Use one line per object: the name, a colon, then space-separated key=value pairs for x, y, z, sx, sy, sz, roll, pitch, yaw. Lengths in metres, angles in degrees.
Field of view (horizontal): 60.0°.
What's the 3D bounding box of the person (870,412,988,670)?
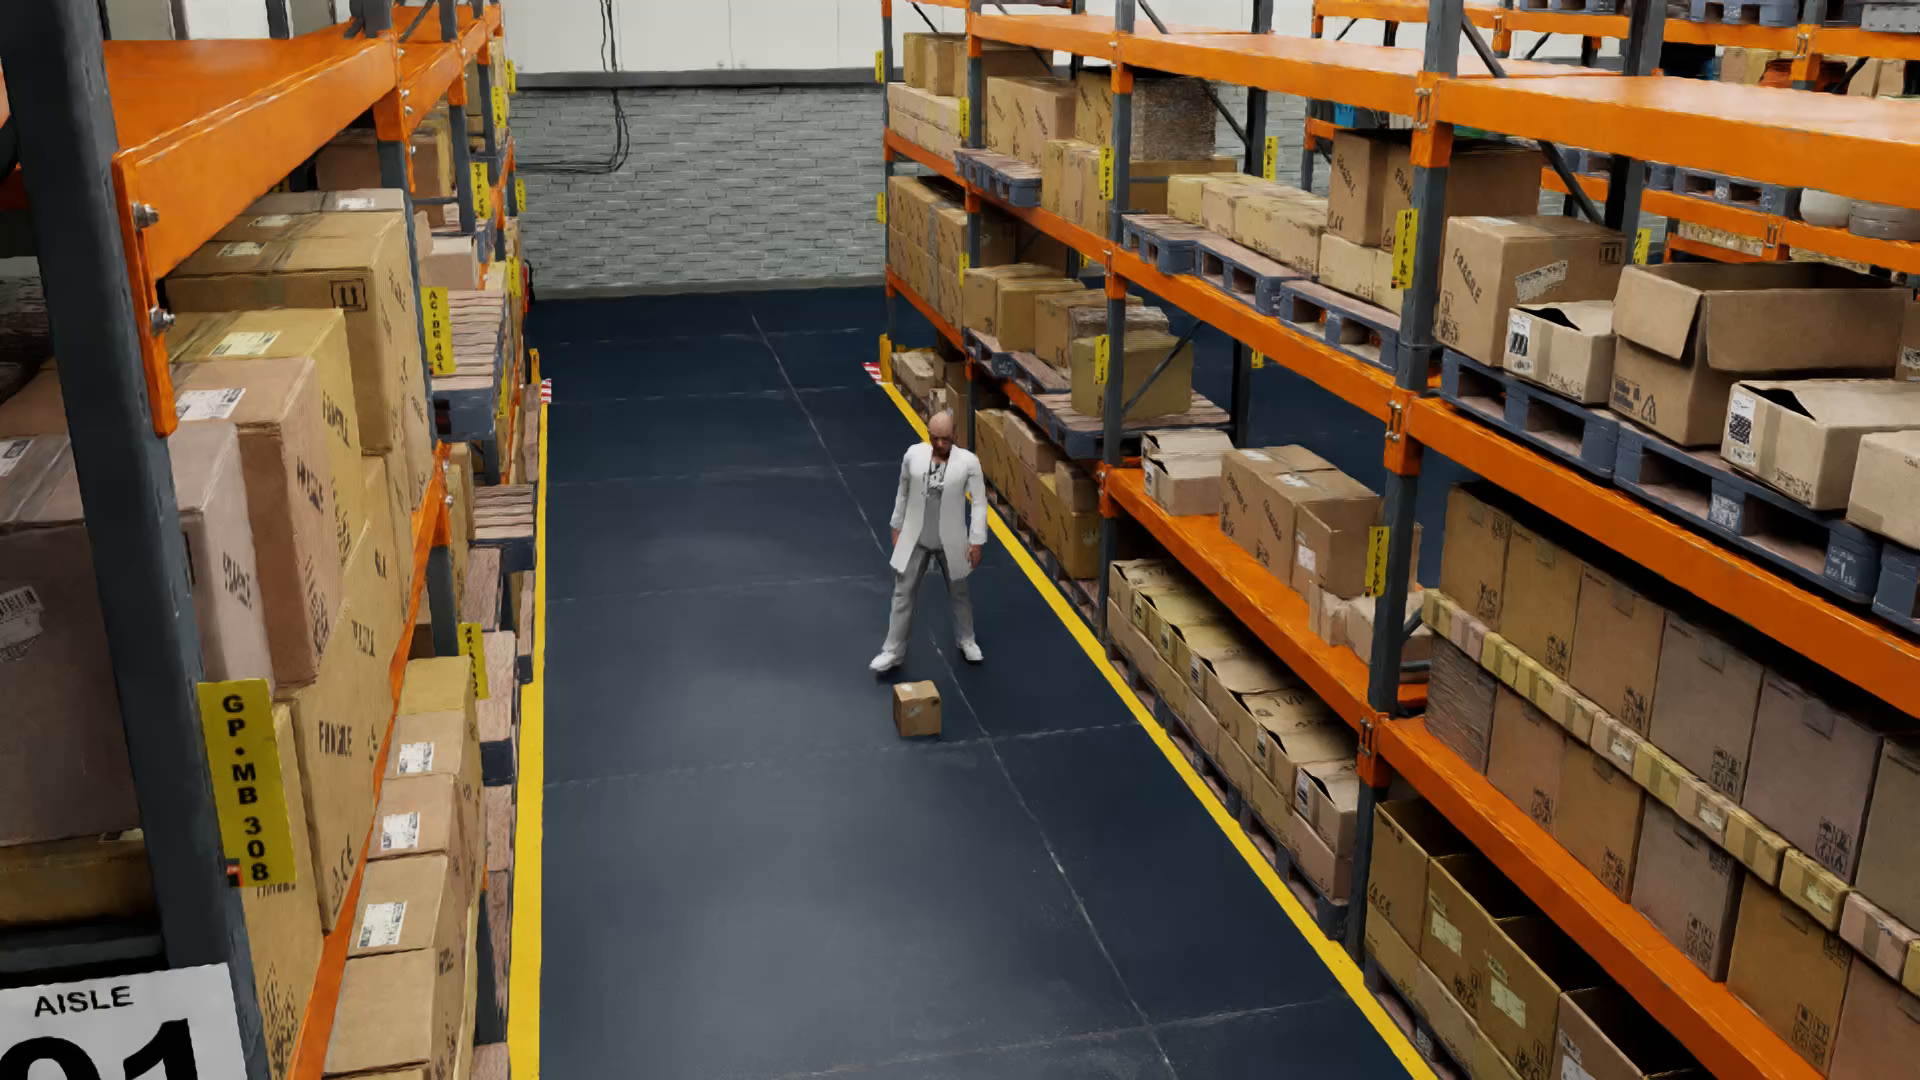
person: x=-0.184 y=0.002 z=11.034 sx=0.736 sy=1.759 sz=0.714 roll=4 pitch=20 yaw=10
